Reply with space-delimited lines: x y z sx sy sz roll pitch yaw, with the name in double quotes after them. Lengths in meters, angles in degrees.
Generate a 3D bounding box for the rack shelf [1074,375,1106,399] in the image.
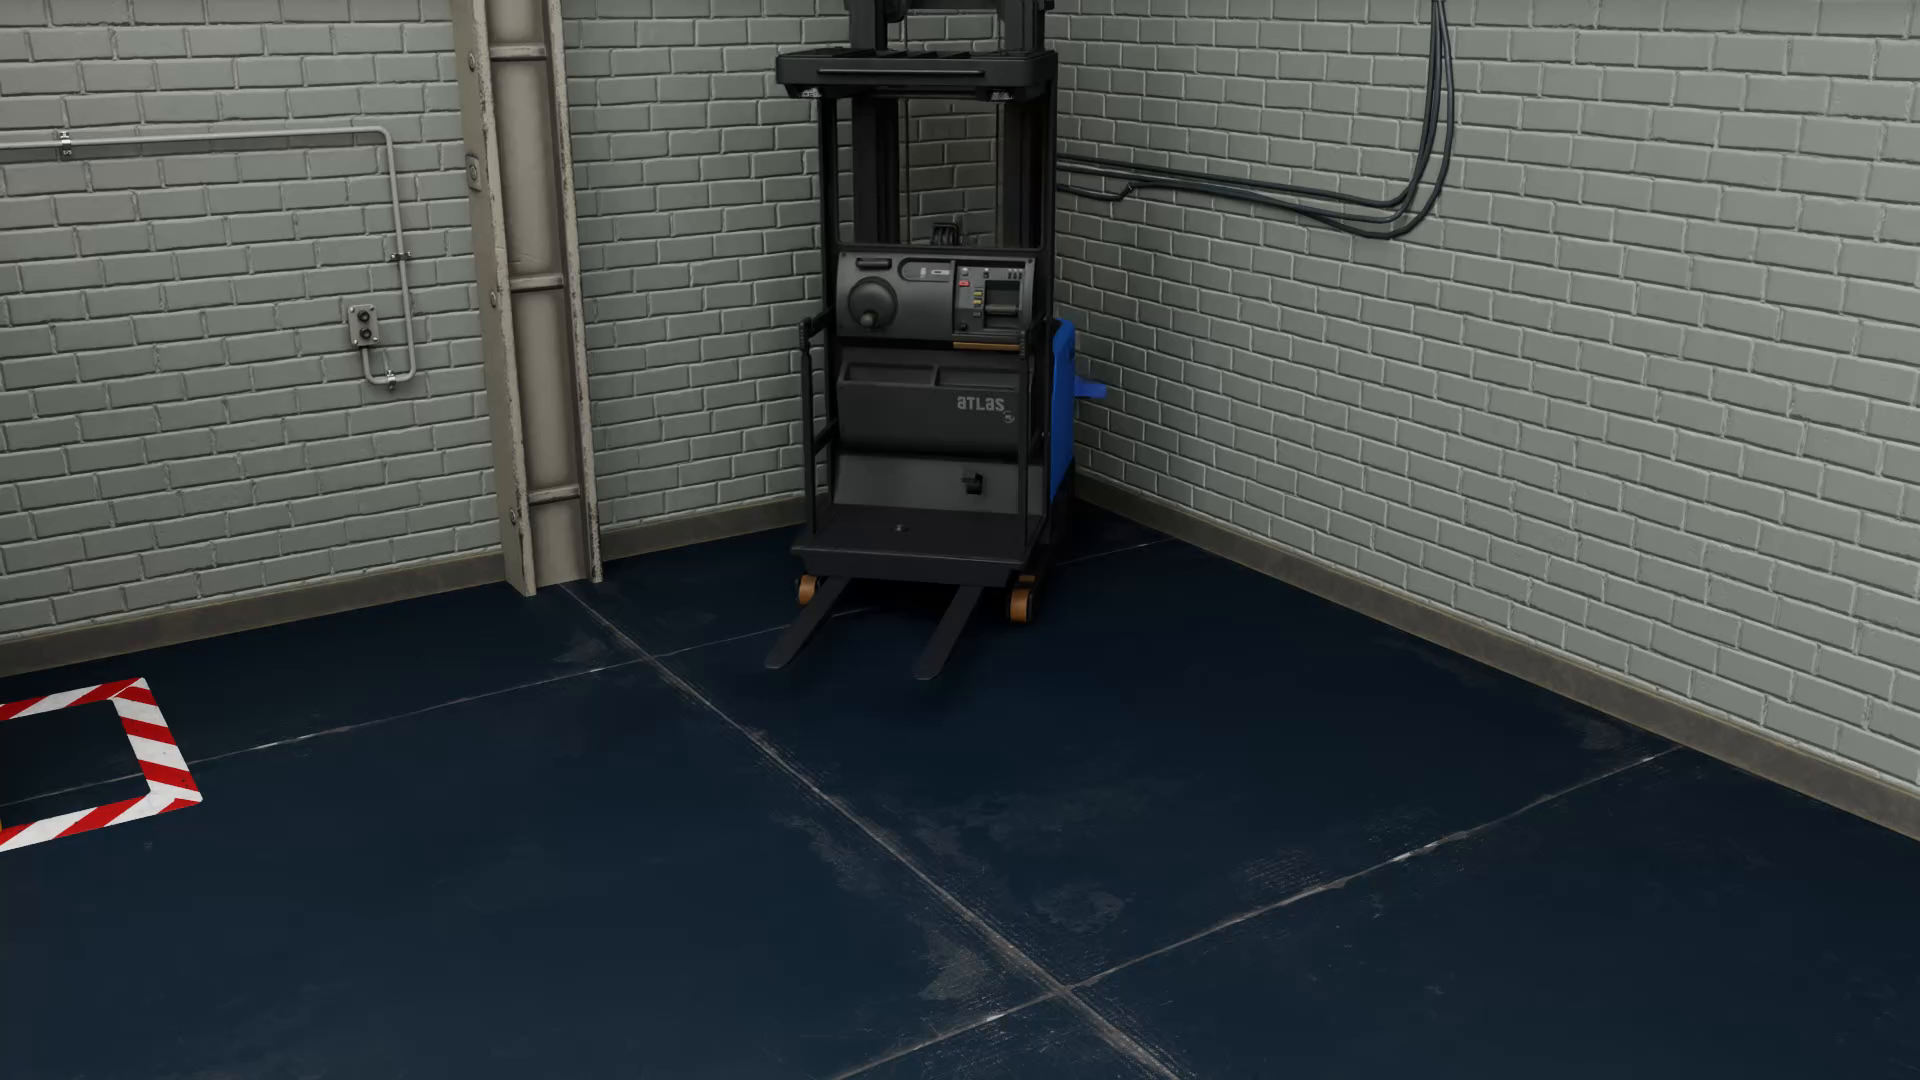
0.461 -0.879 9.400 1.000 0.185 0.538 6 16 6 "rack shelf"

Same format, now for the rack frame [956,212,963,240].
-0.027 -1.108 9.409 0.032 1.500 0.500 6 16 6 "rack frame"

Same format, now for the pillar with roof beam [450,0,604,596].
0.373 -2.917 3.323 0.400 9.000 9.100 -12 22 -31 "pillar with roof beam"

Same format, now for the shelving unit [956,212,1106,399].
0.475 -1.051 9.351 1.048 1.500 0.538 6 16 6 "shelving unit"

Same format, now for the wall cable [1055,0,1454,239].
1.146 -2.791 7.799 0.112 2.526 3.097 -12 22 -31 "wall cable"

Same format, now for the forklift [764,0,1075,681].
-0.155 -1.131 7.514 1.130 2.935 3.031 4 19 10 "forklift"

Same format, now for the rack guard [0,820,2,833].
-3.754 0.660 6.011 0.348 0.500 1.175 -12 22 -31 "rack guard"

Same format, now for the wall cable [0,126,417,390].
-3.225 -1.480 6.851 1.851 1.984 0.084 -12 22 -31 "wall cable"
